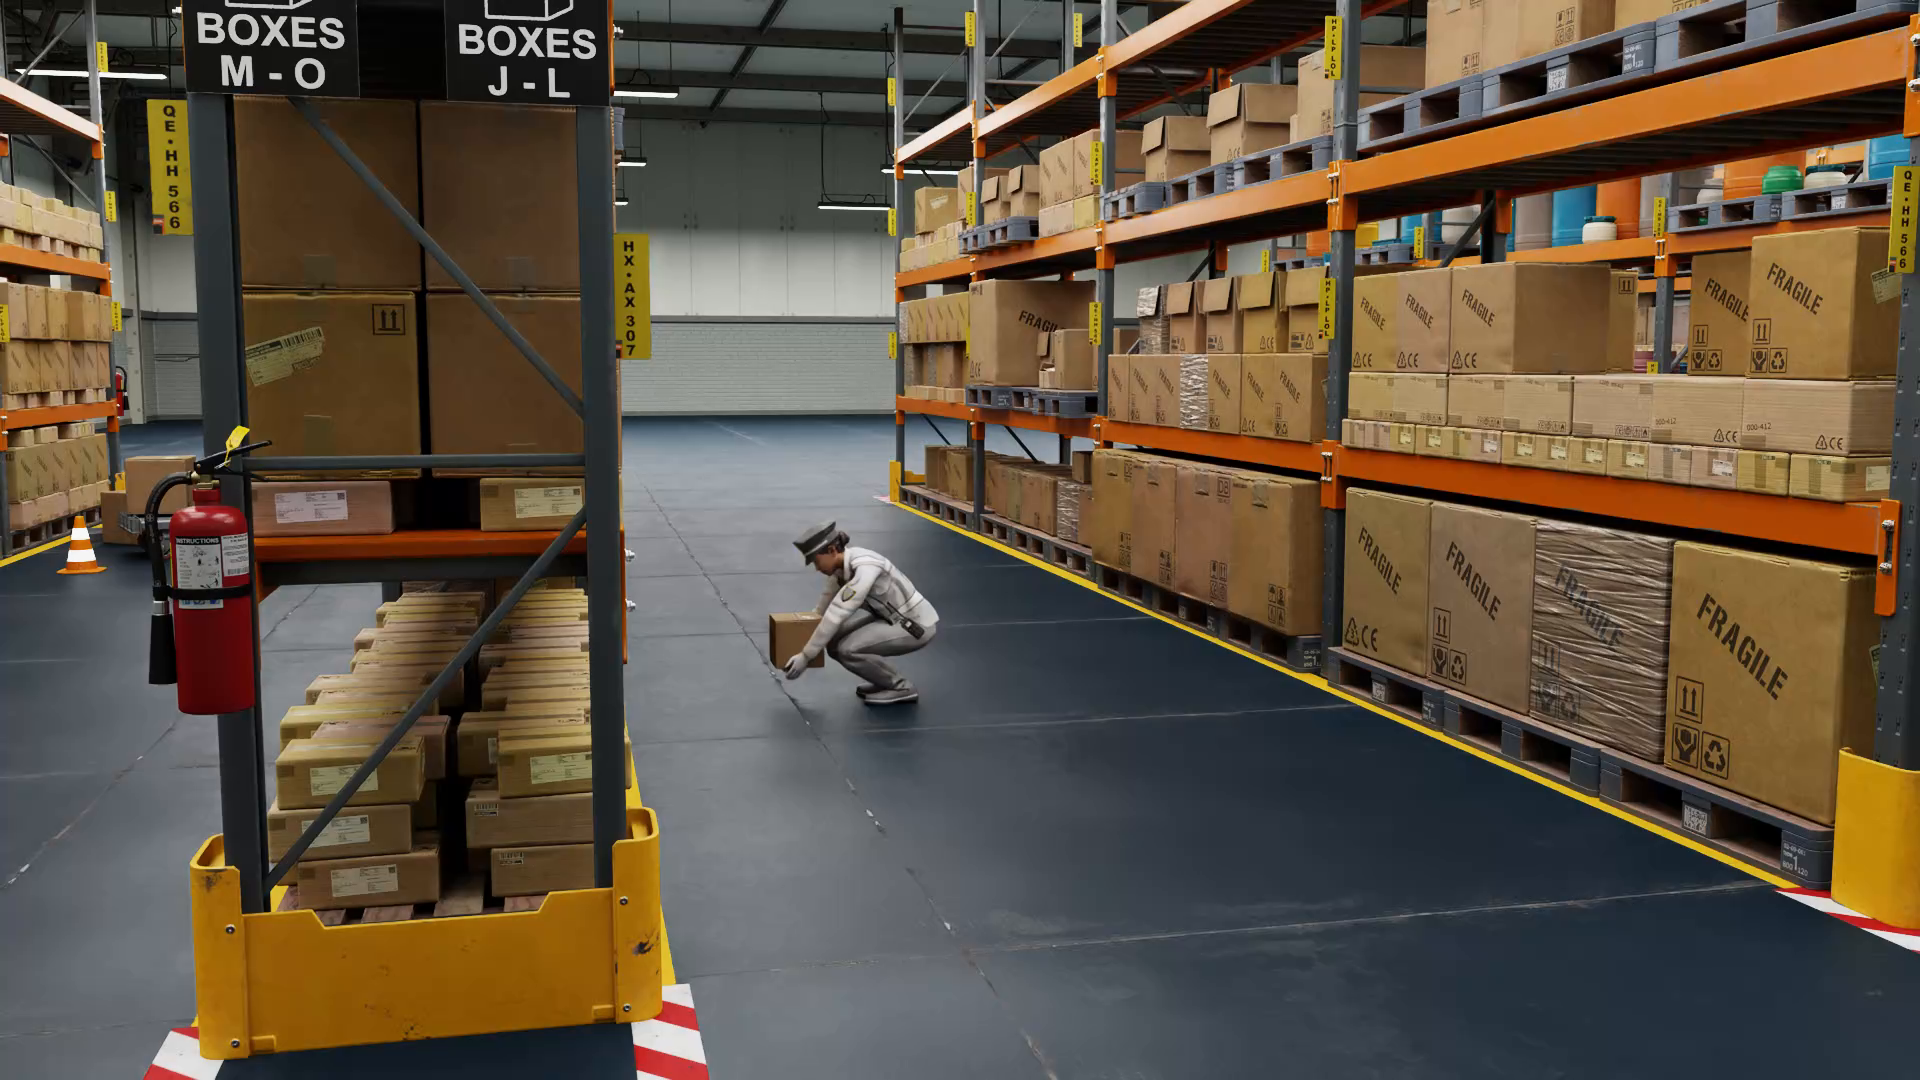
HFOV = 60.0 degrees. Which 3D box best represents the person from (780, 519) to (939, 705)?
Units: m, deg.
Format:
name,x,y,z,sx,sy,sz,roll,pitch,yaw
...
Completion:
name,x,y,z,sx,sy,sz,roll,pitch,yaw
person,-0.523,0.363,8.649,0.822,0.964,0.503,-2,6,-14
